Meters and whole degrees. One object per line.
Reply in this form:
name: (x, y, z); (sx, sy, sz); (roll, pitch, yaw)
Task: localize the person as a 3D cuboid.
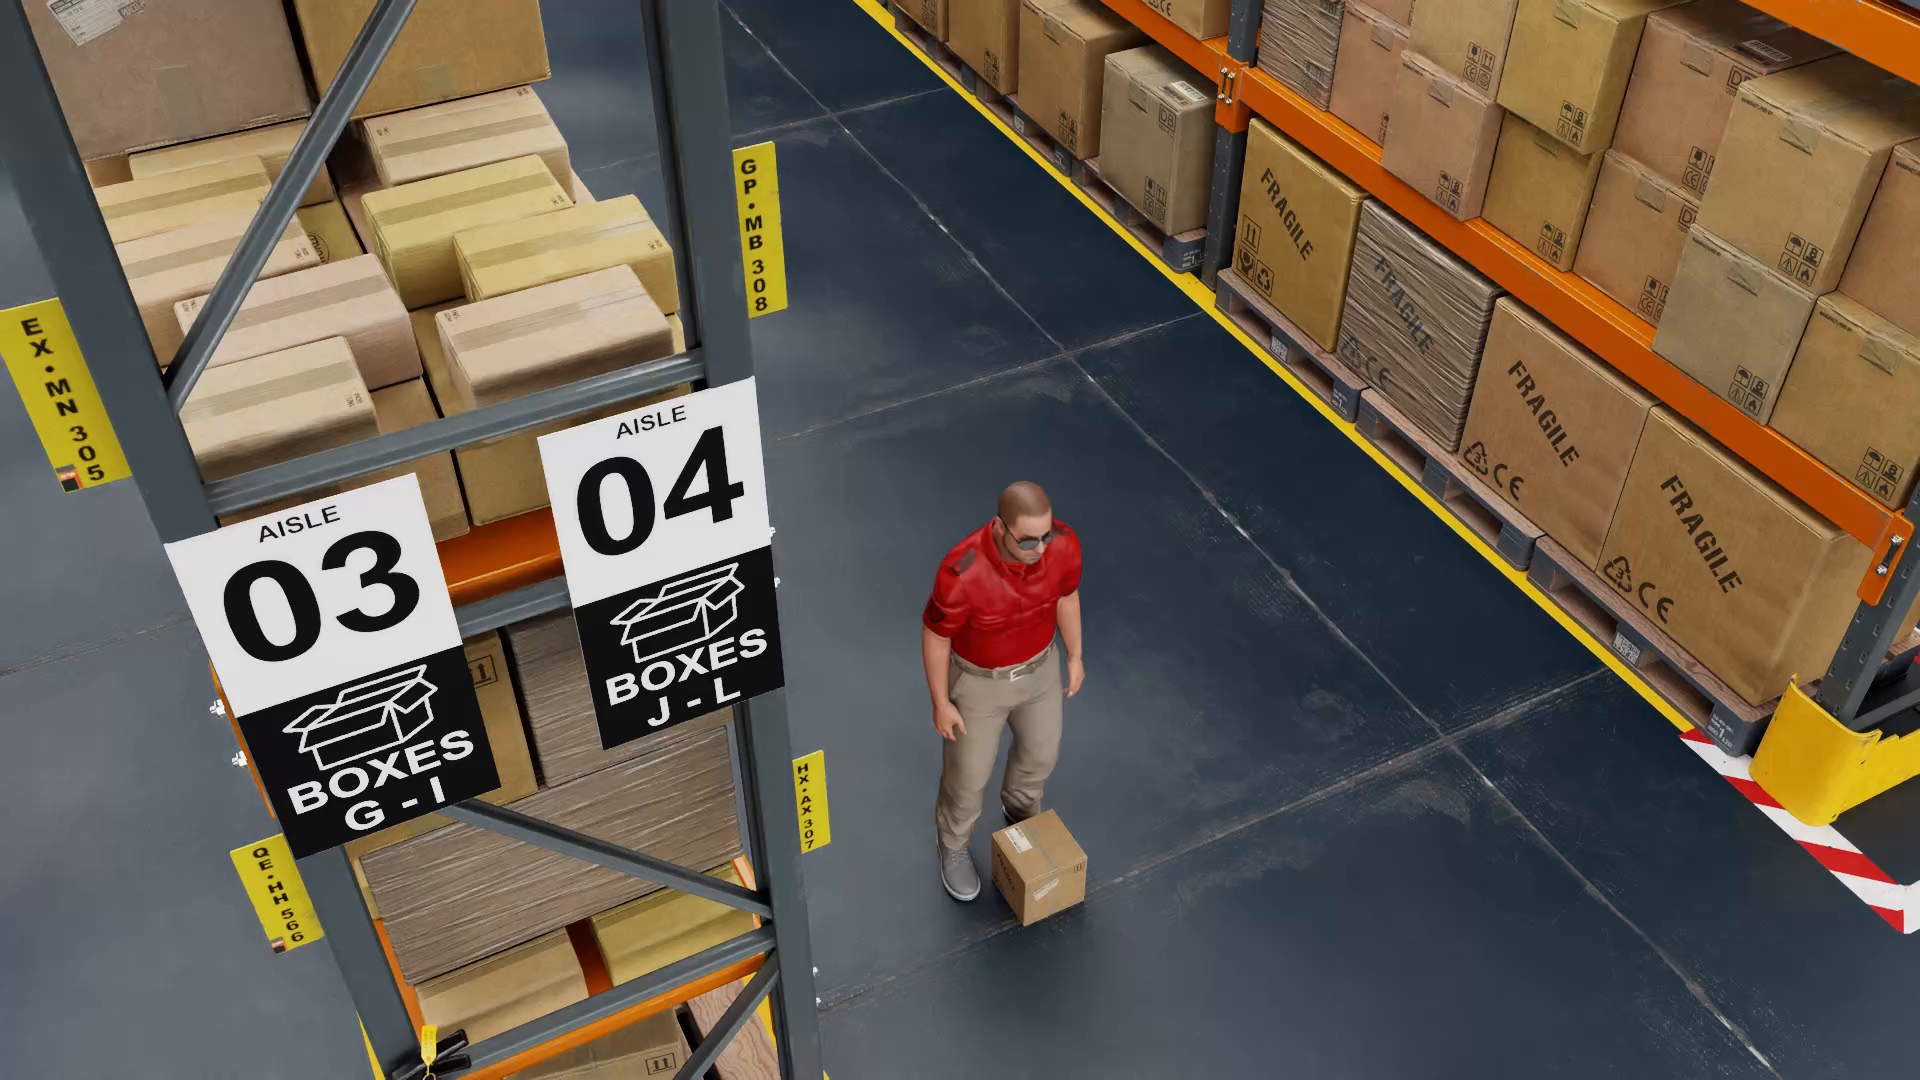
person: (0.156, 0.469, 5.628); (0.585, 1.727, 0.392); (-19, 44, -20)
